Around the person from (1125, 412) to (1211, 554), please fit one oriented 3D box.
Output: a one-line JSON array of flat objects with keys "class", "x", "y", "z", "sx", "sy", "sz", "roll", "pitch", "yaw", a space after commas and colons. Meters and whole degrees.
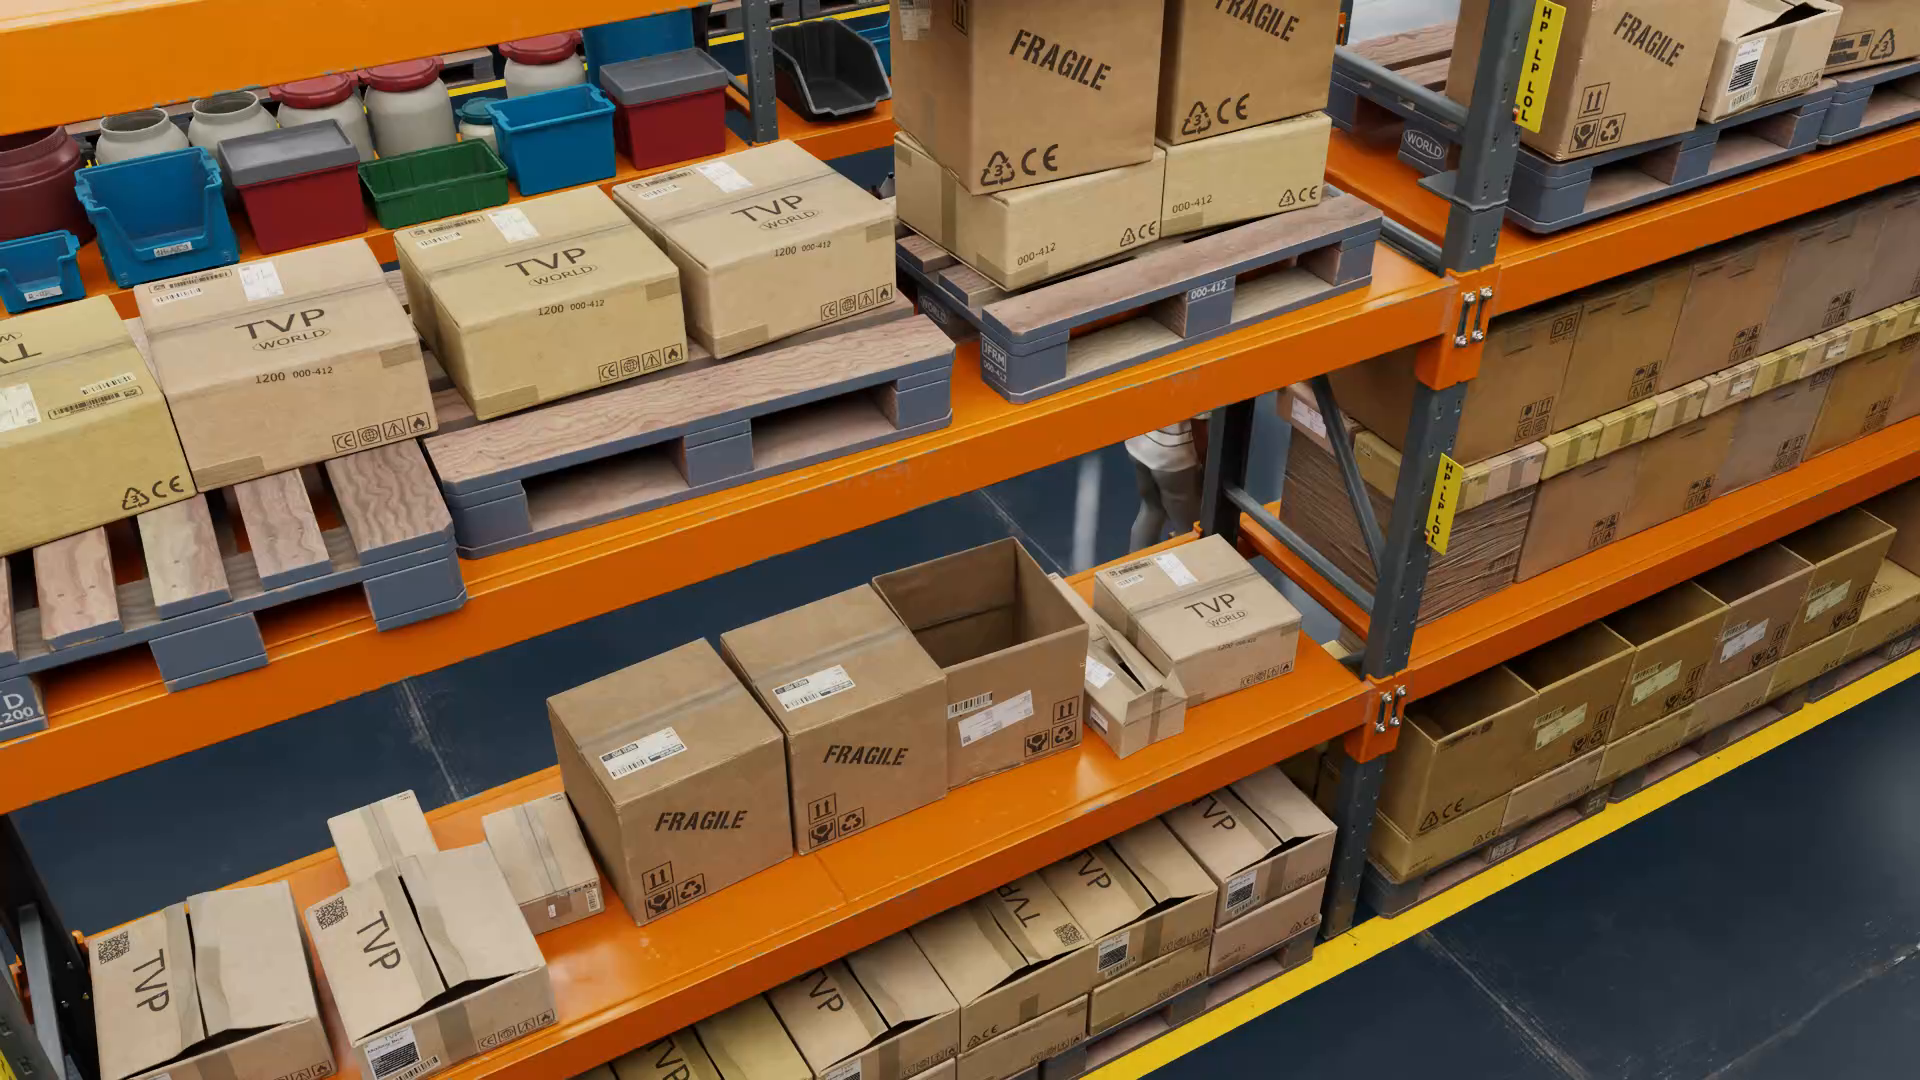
[{"class": "person", "x": 0.964, "y": -0.389, "z": 7.442, "sx": 0.398, "sy": 1.660, "sz": 0.530, "roll": -22, "pitch": 42, "yaw": -26}]
